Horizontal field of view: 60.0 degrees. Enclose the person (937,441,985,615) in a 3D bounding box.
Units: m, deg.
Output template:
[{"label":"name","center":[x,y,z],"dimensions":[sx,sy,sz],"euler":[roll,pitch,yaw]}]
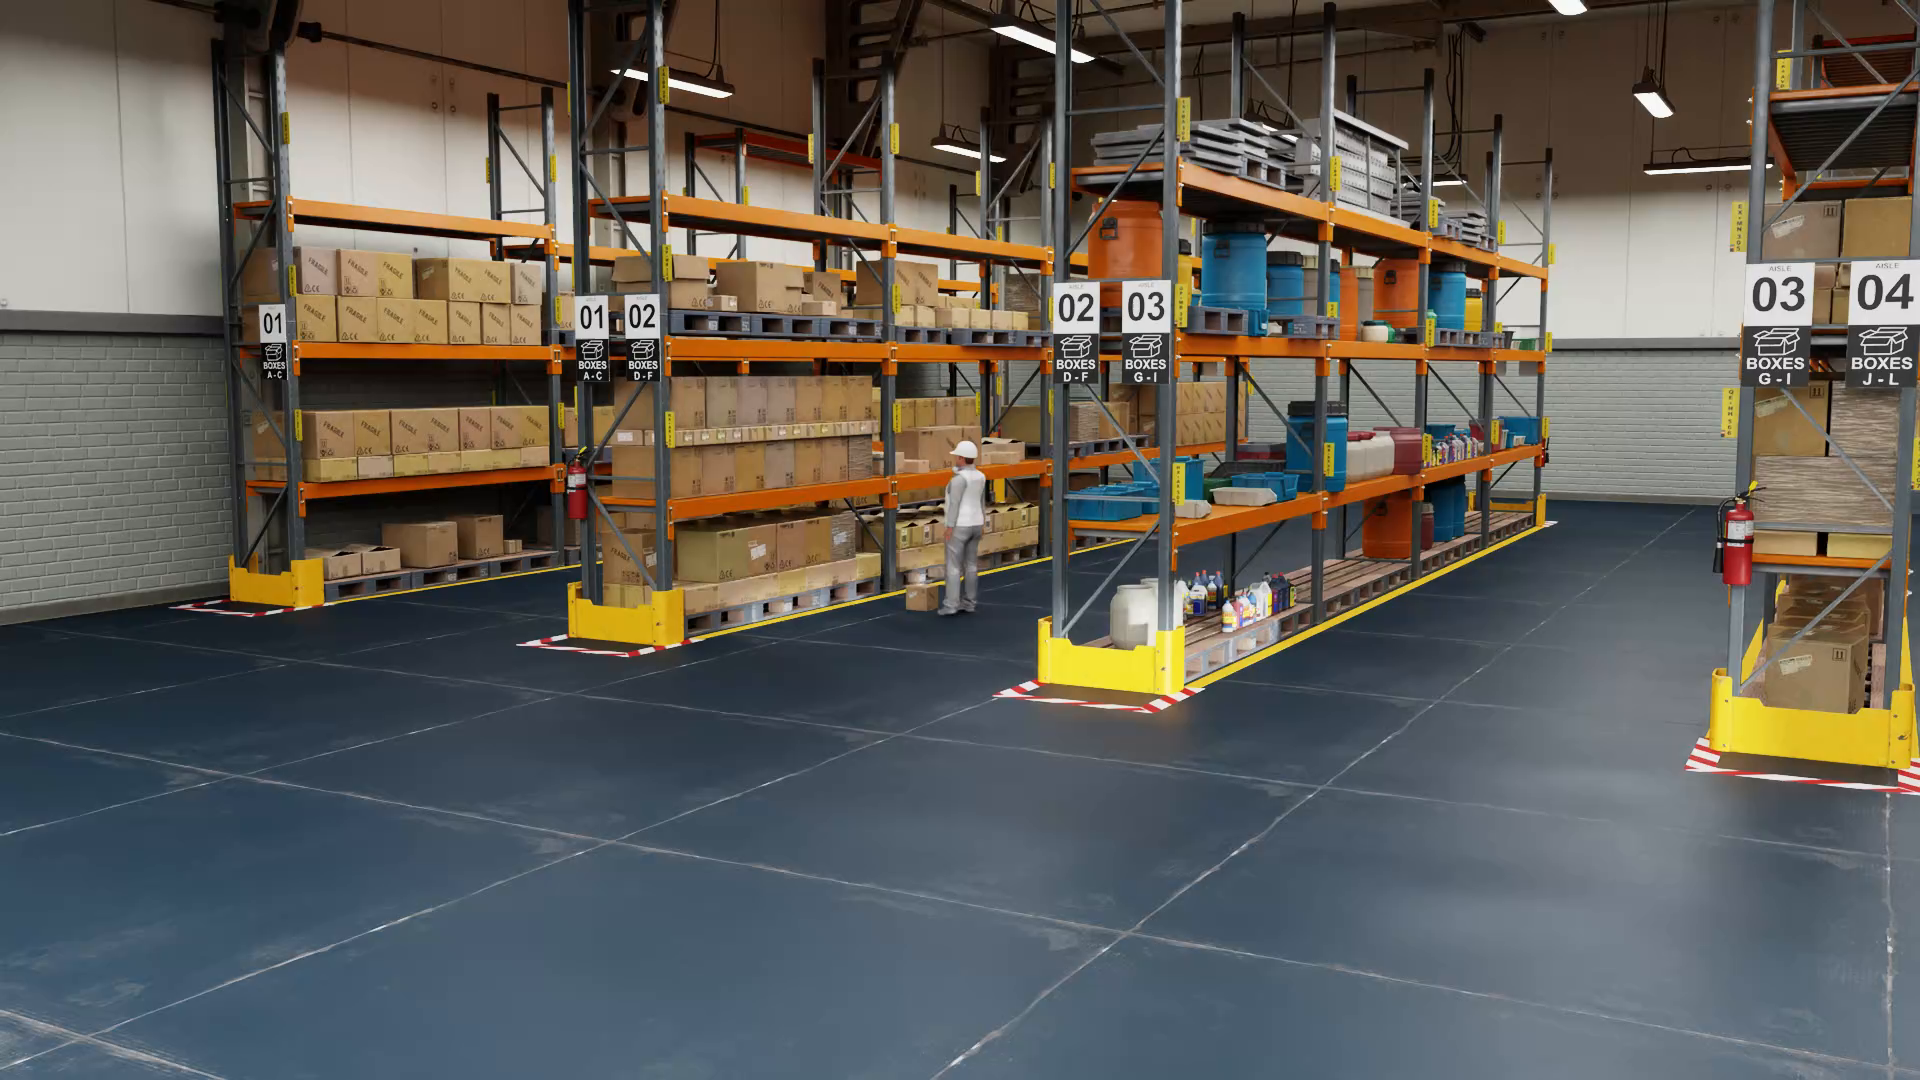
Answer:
[{"label":"person","center":[0.016,-0.126,17.227],"dimensions":[0.385,1.796,0.596],"euler":[4,7,36]}]
